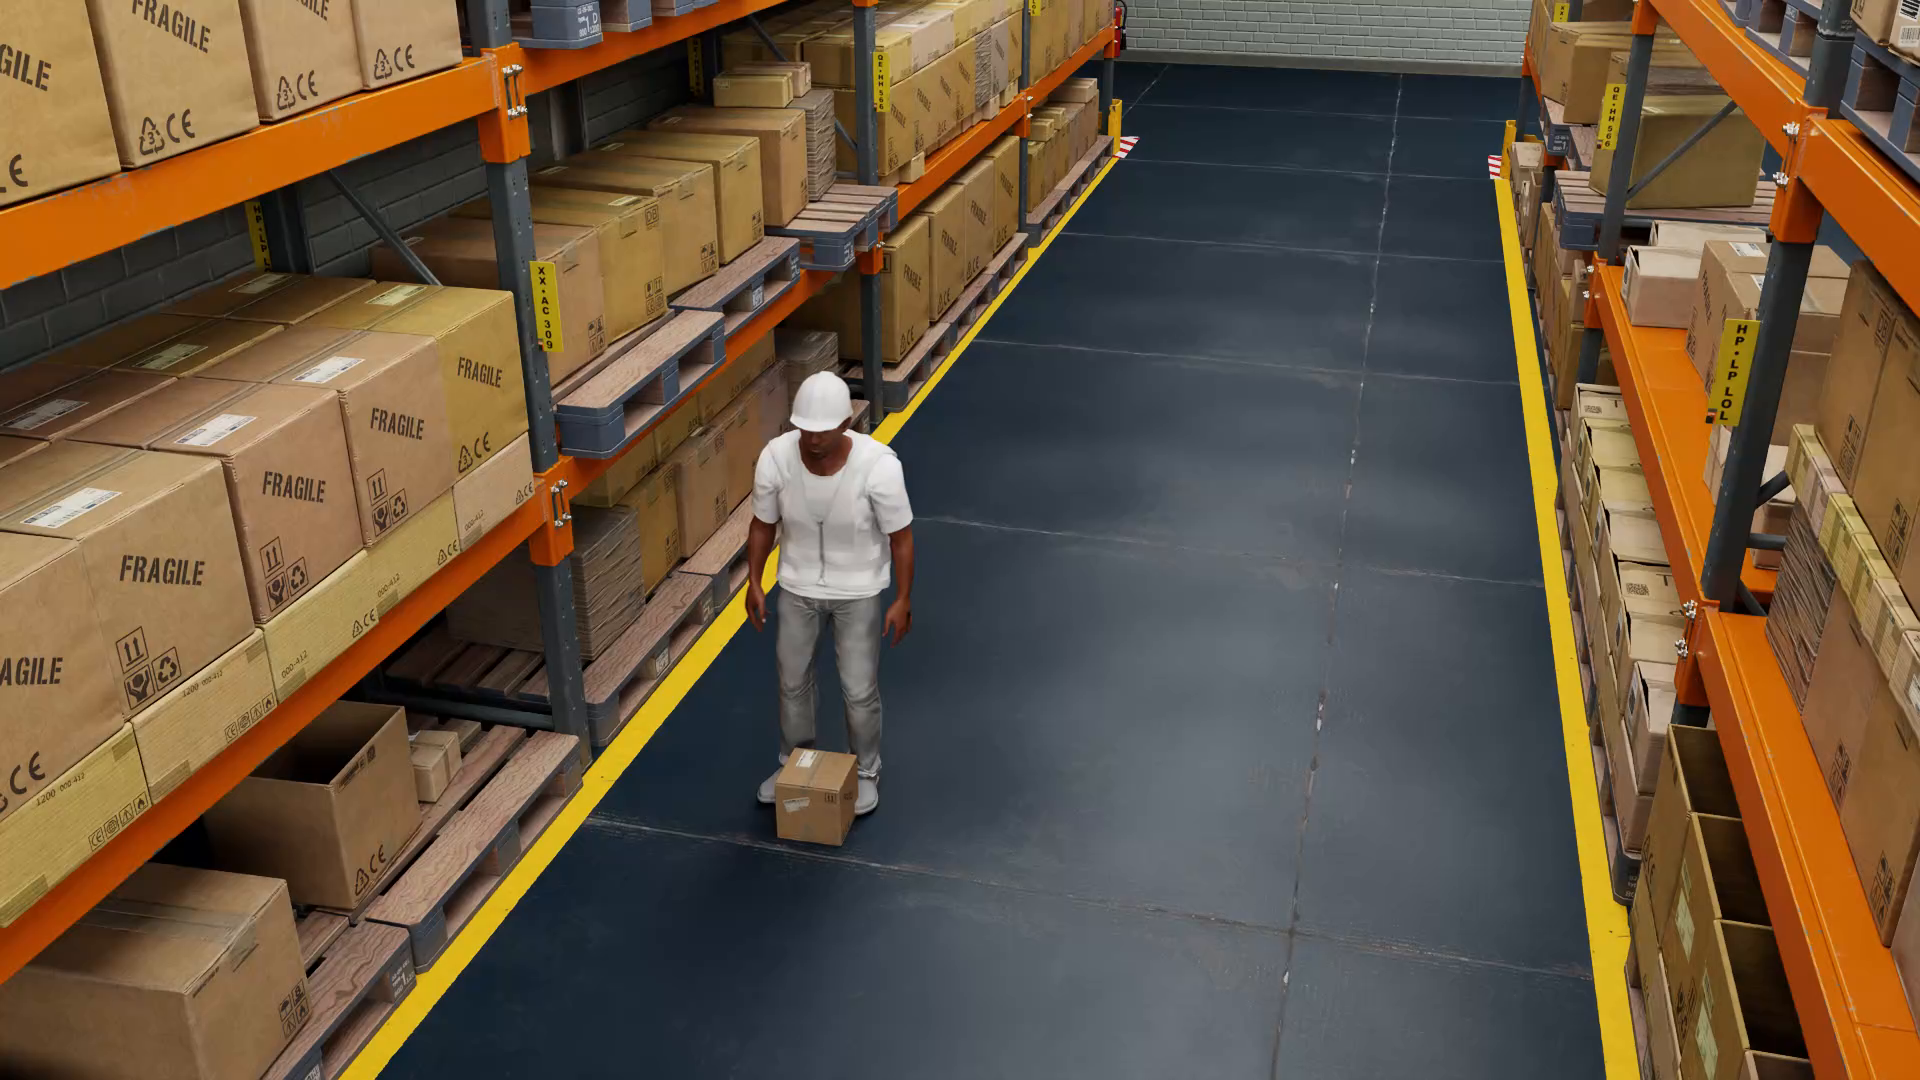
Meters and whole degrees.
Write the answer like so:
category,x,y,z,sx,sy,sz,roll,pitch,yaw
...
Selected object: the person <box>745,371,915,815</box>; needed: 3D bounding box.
category,x,y,z,sx,sy,sz,roll,pitch,yaw
person,-0.487,0.196,6.170,0.638,1.761,0.458,5,26,11
